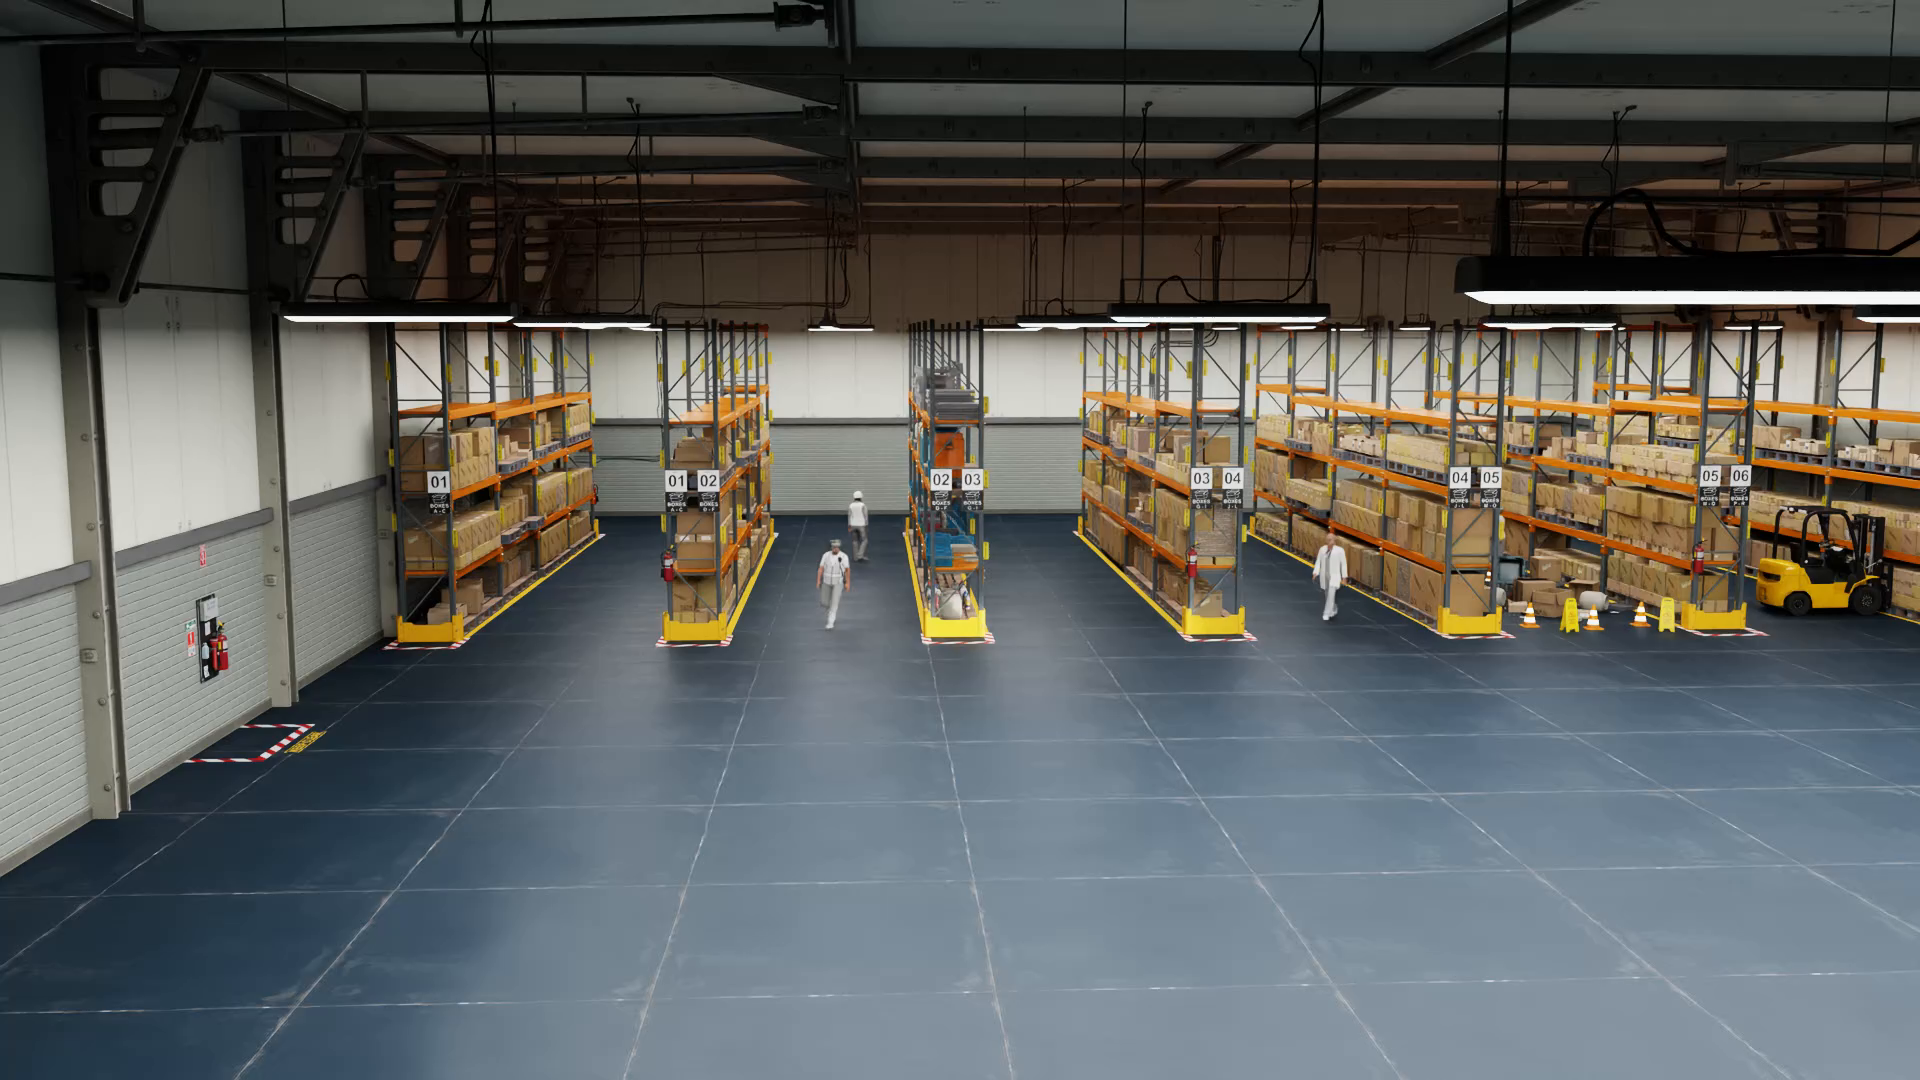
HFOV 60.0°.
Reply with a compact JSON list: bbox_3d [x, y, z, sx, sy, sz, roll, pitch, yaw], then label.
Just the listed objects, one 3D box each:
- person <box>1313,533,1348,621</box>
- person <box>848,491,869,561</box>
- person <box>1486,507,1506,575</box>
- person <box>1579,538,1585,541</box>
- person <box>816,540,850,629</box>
[{"bbox_3d":[7.396,0.731,33.353,0.644,1.725,1.098,6,9,39],"label":"person"},{"bbox_3d":[-2.585,-0.354,42.154,0.570,1.773,0.501,3,8,24],"label":"person"},{"bbox_3d":[12.788,0.021,39.518,0.470,1.701,0.491,-4,8,-29],"label":"person"},{"bbox_3d":[17.236,-0.786,46.393,0.499,1.537,1.008,1,7,7],"label":"person"},{"bbox_3d":[-2.488,0.837,32.713,0.618,1.710,0.961,1,7,6],"label":"person"}]
